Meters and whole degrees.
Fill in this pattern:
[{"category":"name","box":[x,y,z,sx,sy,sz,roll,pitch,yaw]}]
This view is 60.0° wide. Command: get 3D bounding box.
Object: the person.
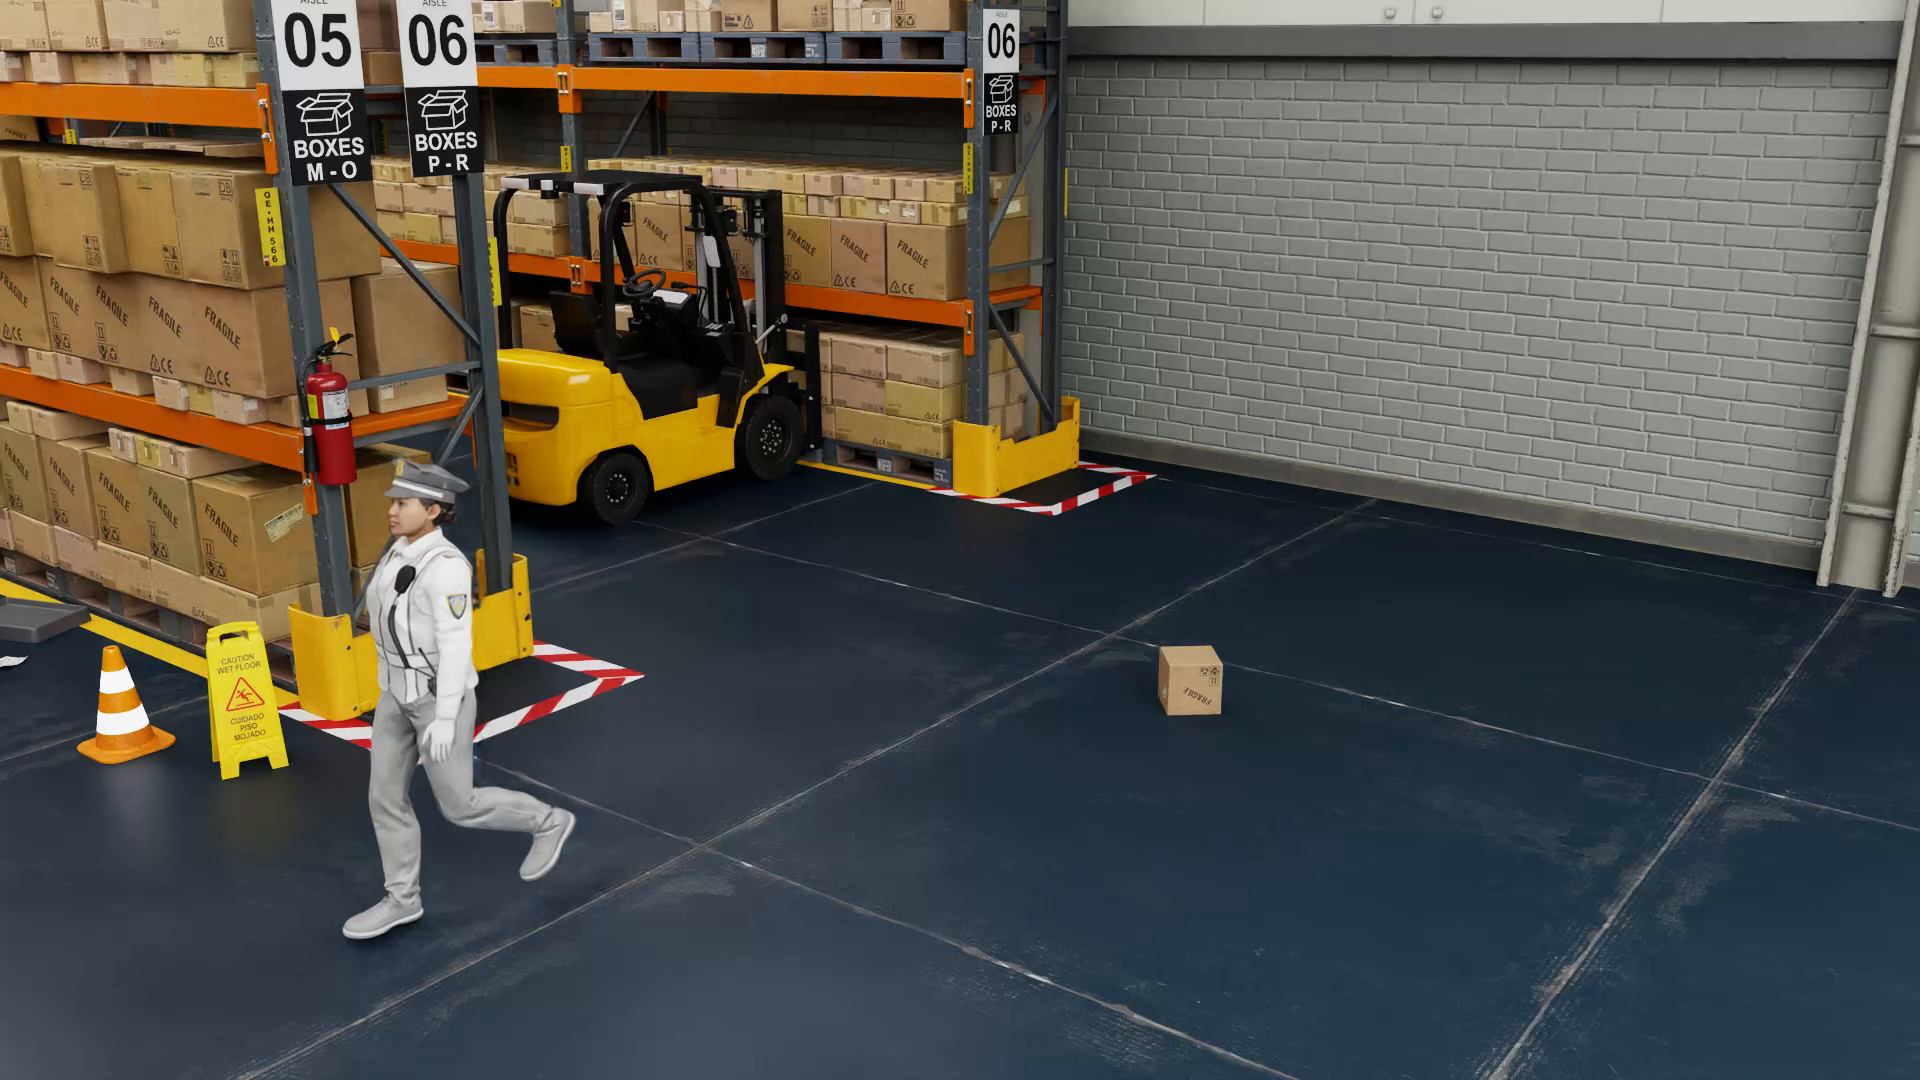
[{"category":"person","box":[-1.778,0.516,5.729,0.837,1.659,0.488,-15,22,-41]}]
